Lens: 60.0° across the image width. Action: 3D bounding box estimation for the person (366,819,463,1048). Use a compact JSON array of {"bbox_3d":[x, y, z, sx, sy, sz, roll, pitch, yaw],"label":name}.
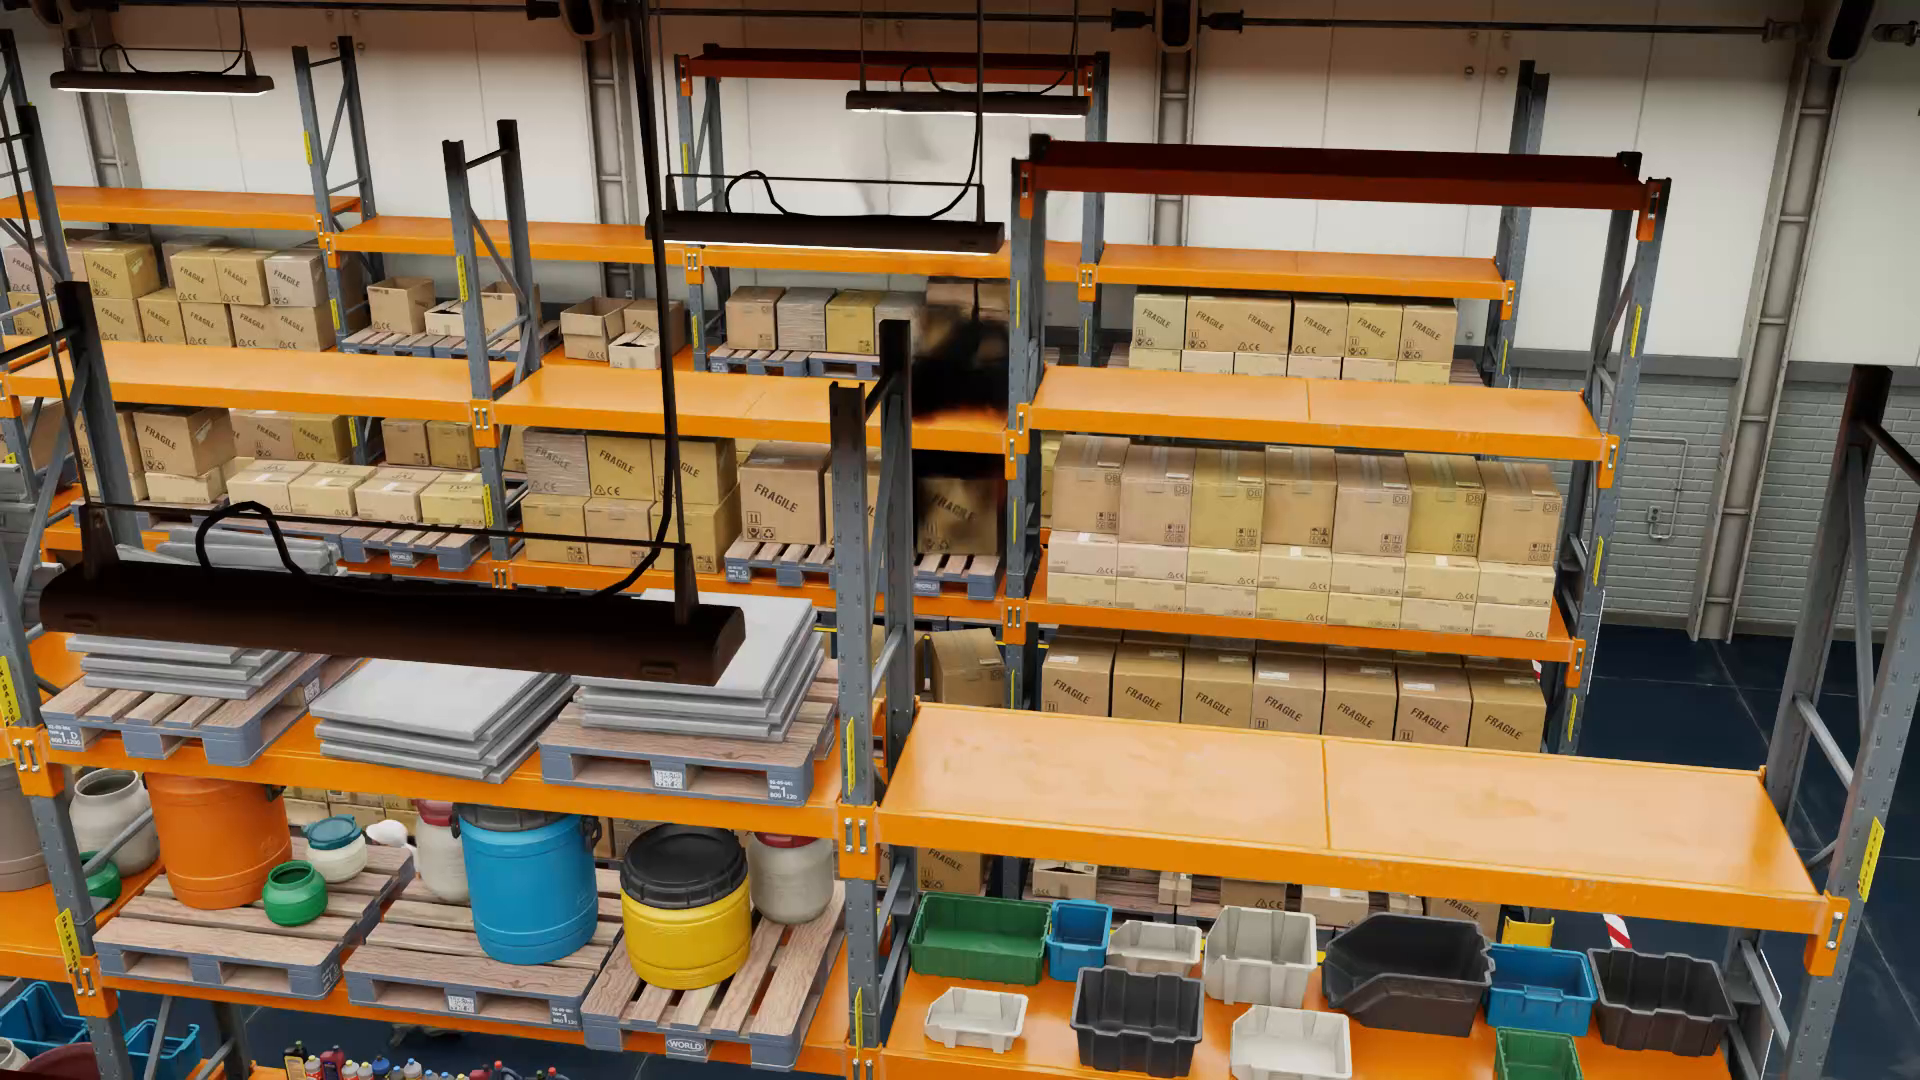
[{"bbox_3d":[-3.917,2.746,11.634,0.733,1.814,0.606,3,23,8],"label":"person"}]
